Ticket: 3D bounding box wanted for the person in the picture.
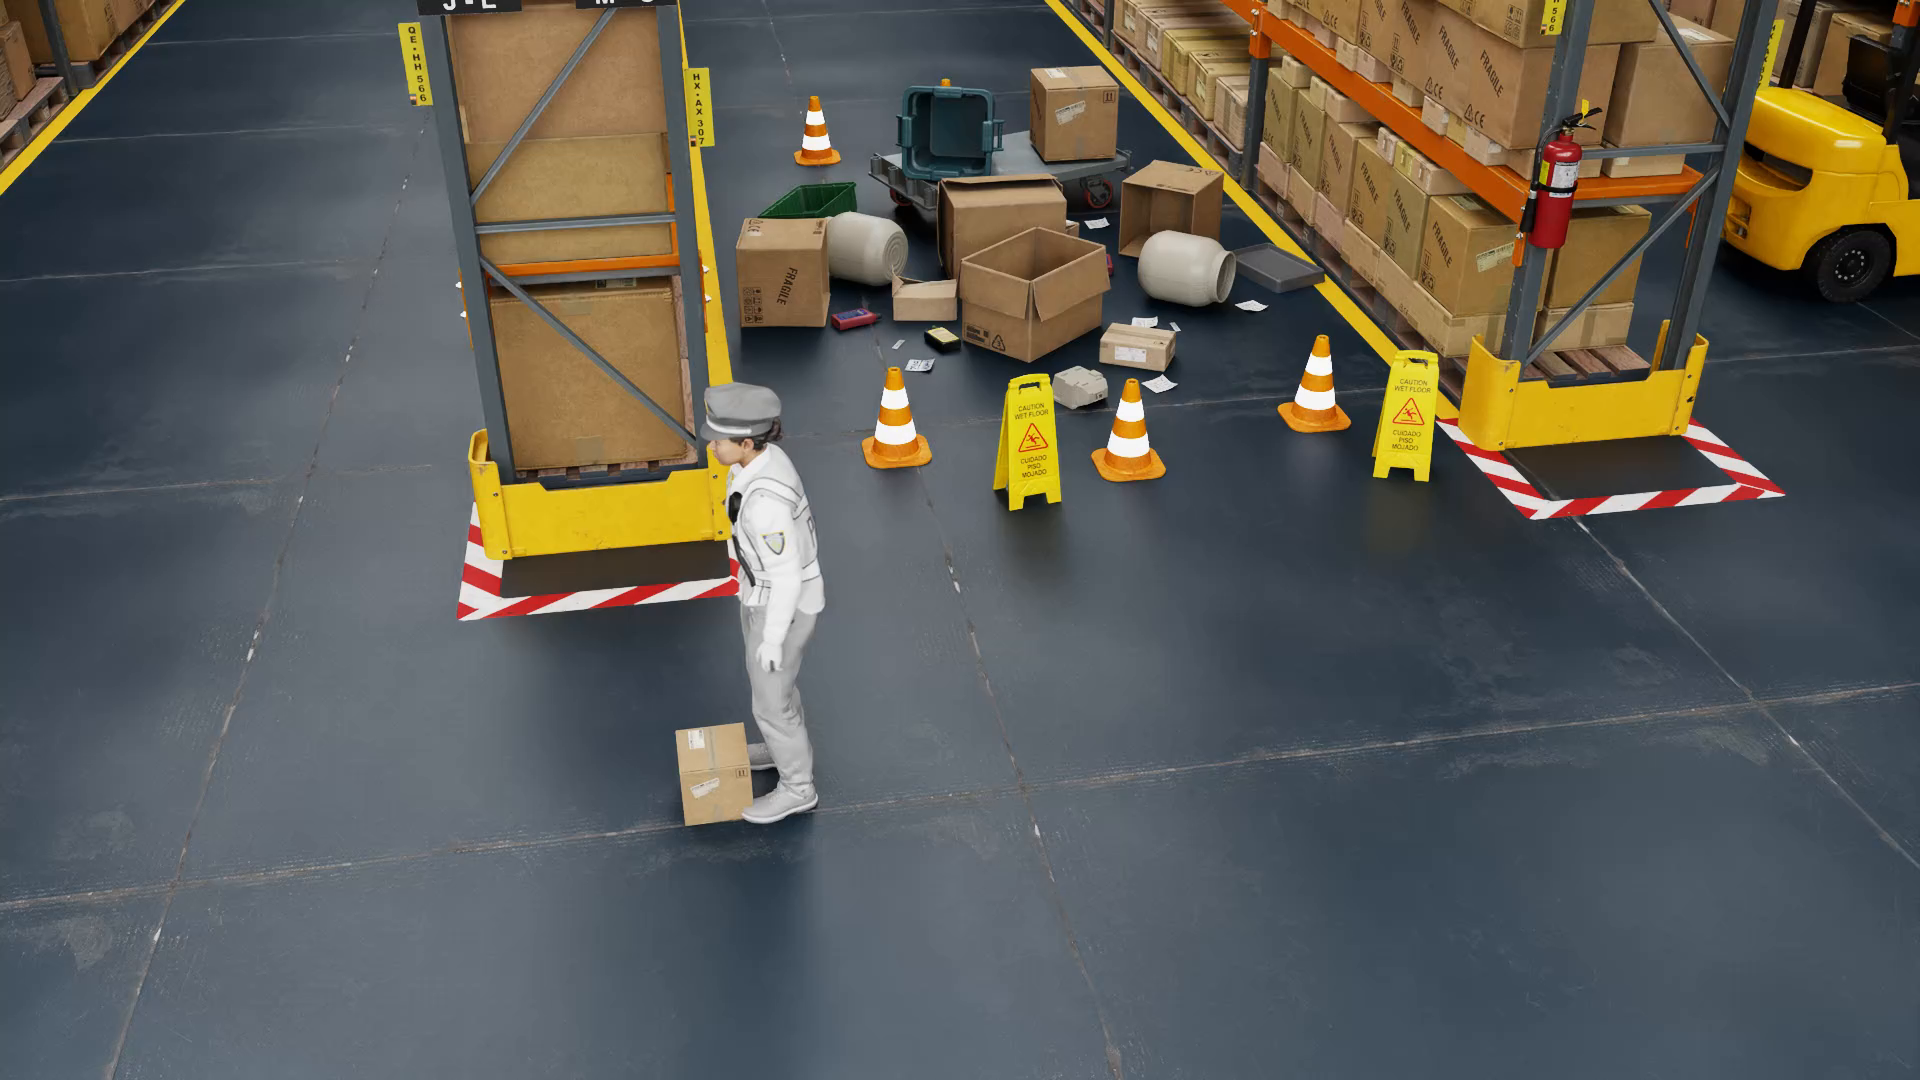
[{"bbox_3d":[-0.659,0.225,5.749,0.370,1.666,0.547,-7,32,-12],"label":"person"}]
